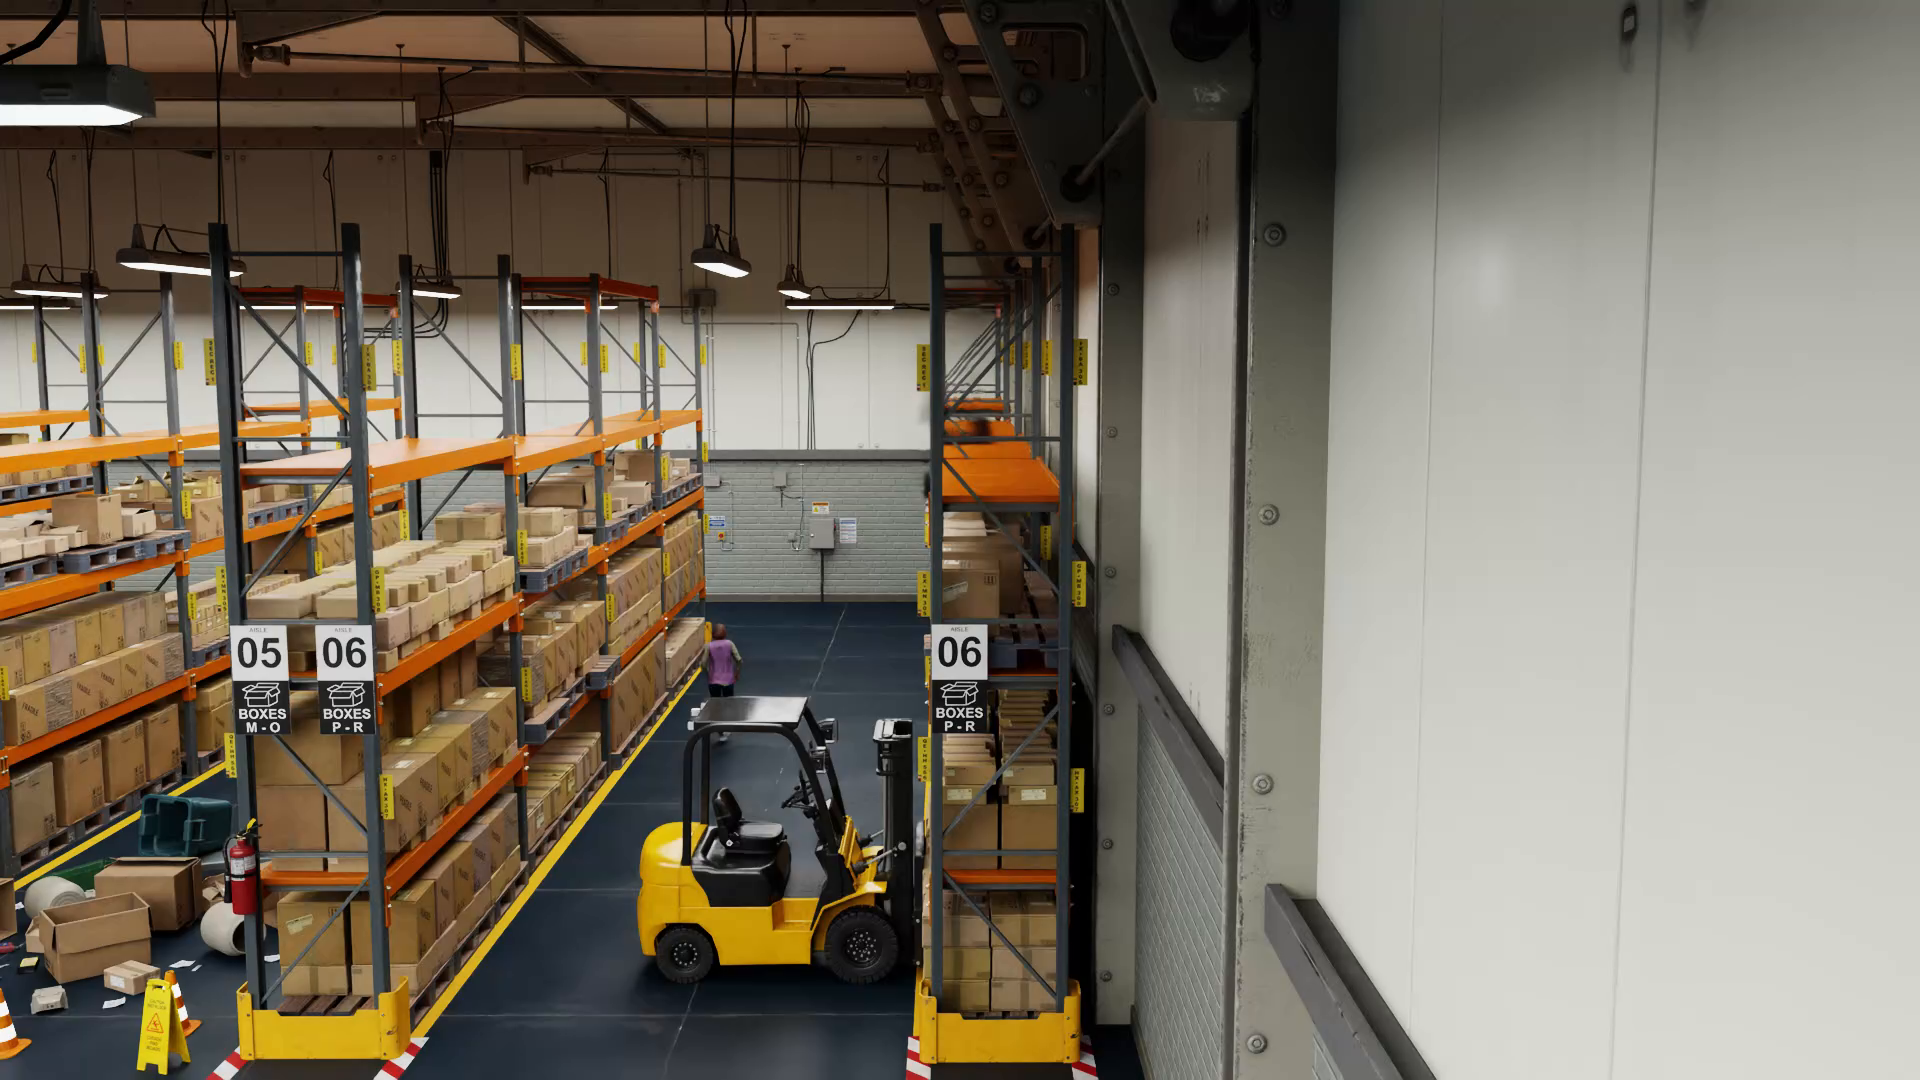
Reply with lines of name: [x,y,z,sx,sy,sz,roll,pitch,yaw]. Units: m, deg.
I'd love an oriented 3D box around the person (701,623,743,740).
person: [-3.113,1.866,21.750,0.546,1.562,0.496,-1,7,-7]
